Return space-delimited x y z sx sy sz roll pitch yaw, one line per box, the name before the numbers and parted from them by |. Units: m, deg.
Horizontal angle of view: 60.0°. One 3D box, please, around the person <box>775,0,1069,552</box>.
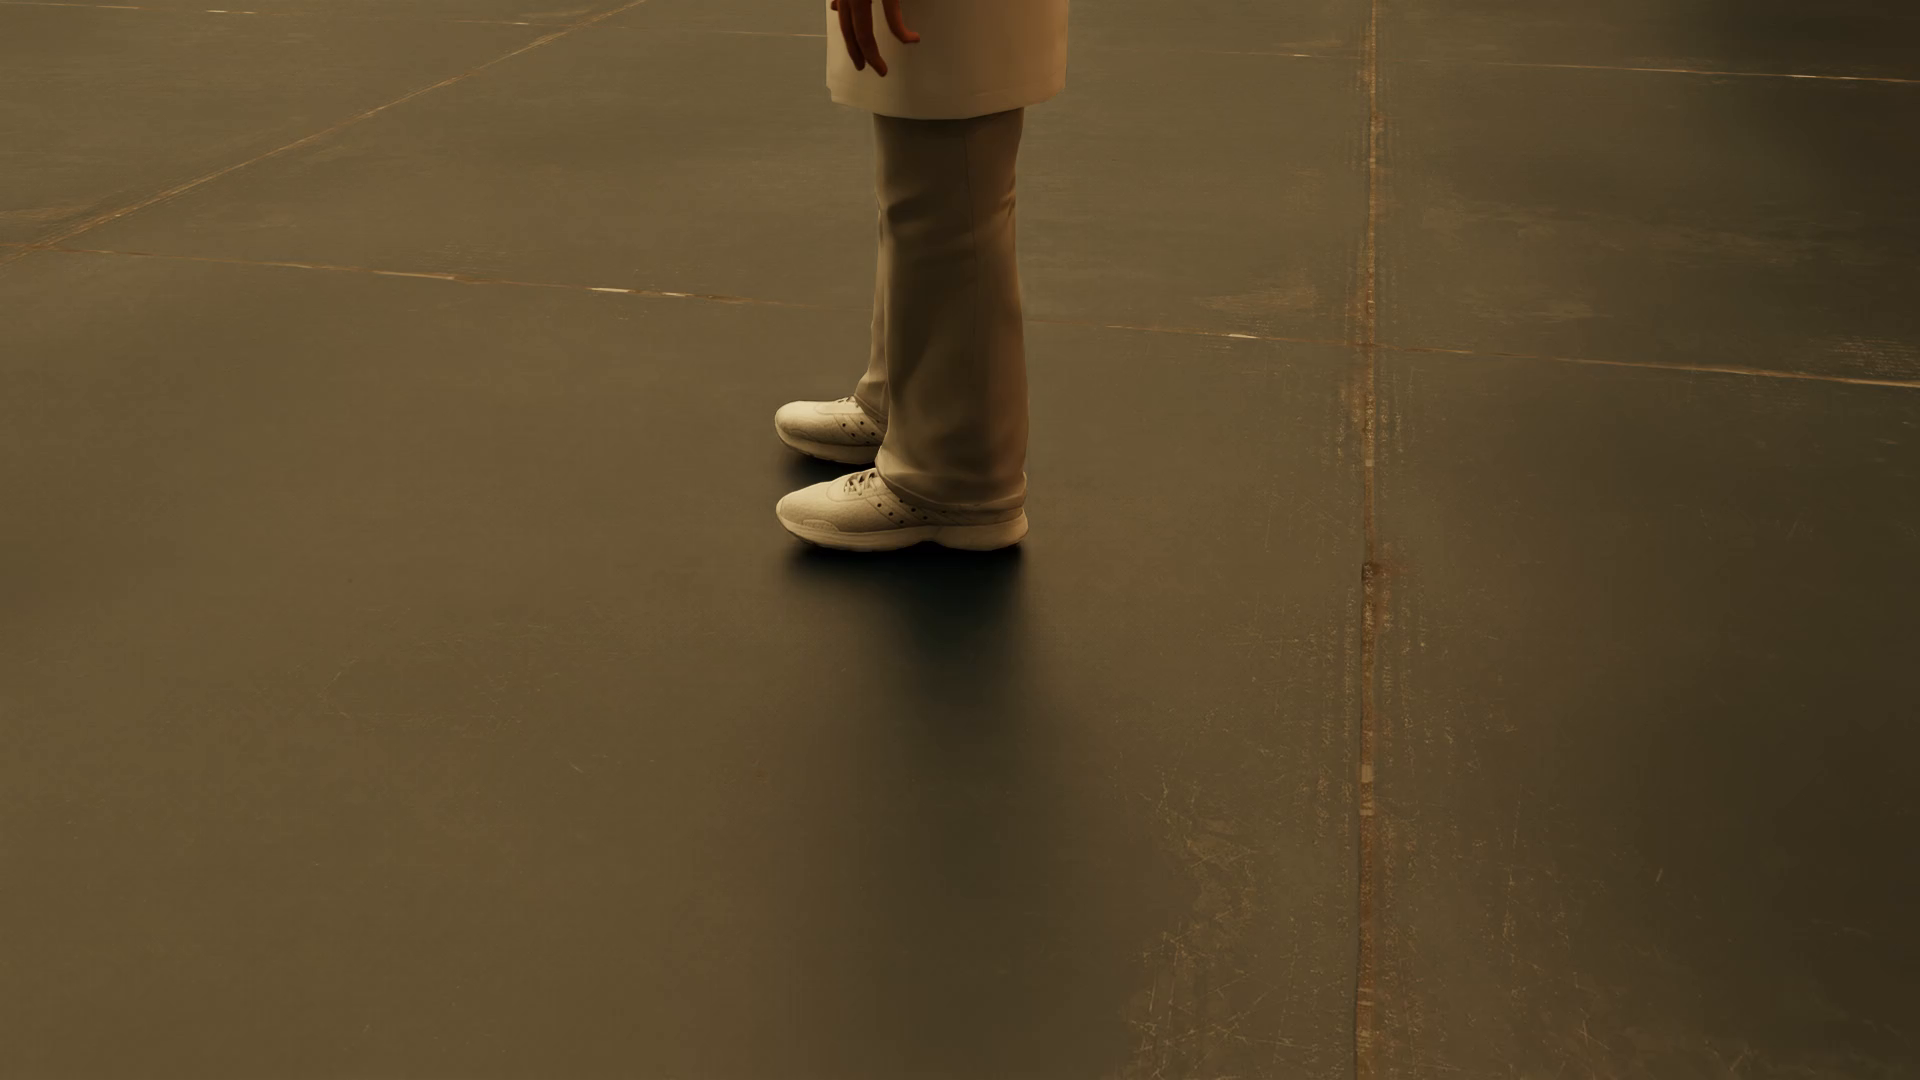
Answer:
person | -0.087 -0.811 2.118 0.581 1.775 0.694 6 27 11
